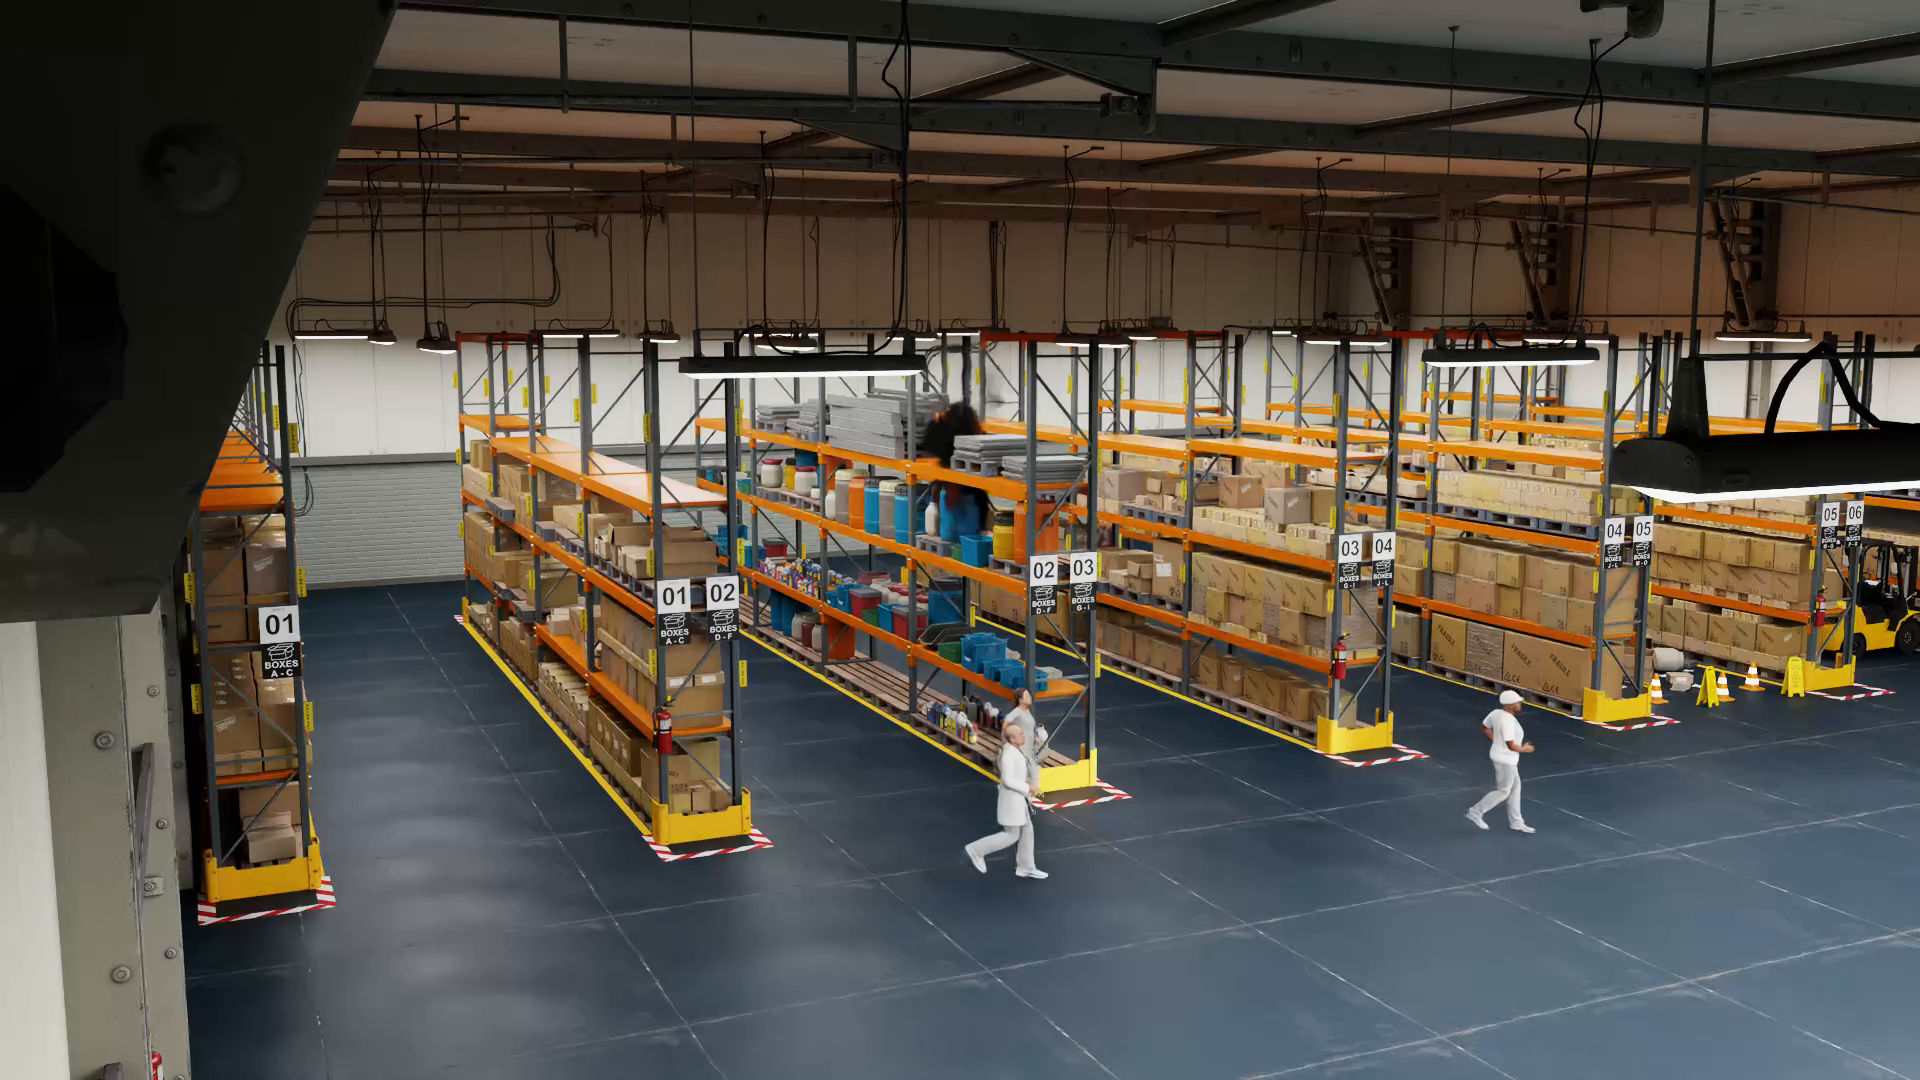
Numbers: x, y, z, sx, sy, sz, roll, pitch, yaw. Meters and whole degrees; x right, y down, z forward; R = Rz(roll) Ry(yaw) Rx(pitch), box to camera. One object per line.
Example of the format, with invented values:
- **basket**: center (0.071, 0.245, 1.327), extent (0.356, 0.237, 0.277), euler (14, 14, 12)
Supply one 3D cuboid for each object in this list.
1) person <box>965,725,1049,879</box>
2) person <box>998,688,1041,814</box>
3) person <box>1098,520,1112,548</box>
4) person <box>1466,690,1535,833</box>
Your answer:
- **person**: center (0.537, 3.051, 18.771), extent (0.935, 1.577, 0.718), euler (1, 8, 5)
- **person**: center (0.801, 2.690, 21.260), extent (0.534, 1.602, 0.612), euler (3, 8, 20)
- **person**: center (3.239, 0.386, 37.657), extent (0.727, 1.828, 0.967), euler (-3, 8, -18)
- **person**: center (6.652, 2.717, 20.365), extent (0.865, 1.784, 0.726), euler (1, 8, 5)
